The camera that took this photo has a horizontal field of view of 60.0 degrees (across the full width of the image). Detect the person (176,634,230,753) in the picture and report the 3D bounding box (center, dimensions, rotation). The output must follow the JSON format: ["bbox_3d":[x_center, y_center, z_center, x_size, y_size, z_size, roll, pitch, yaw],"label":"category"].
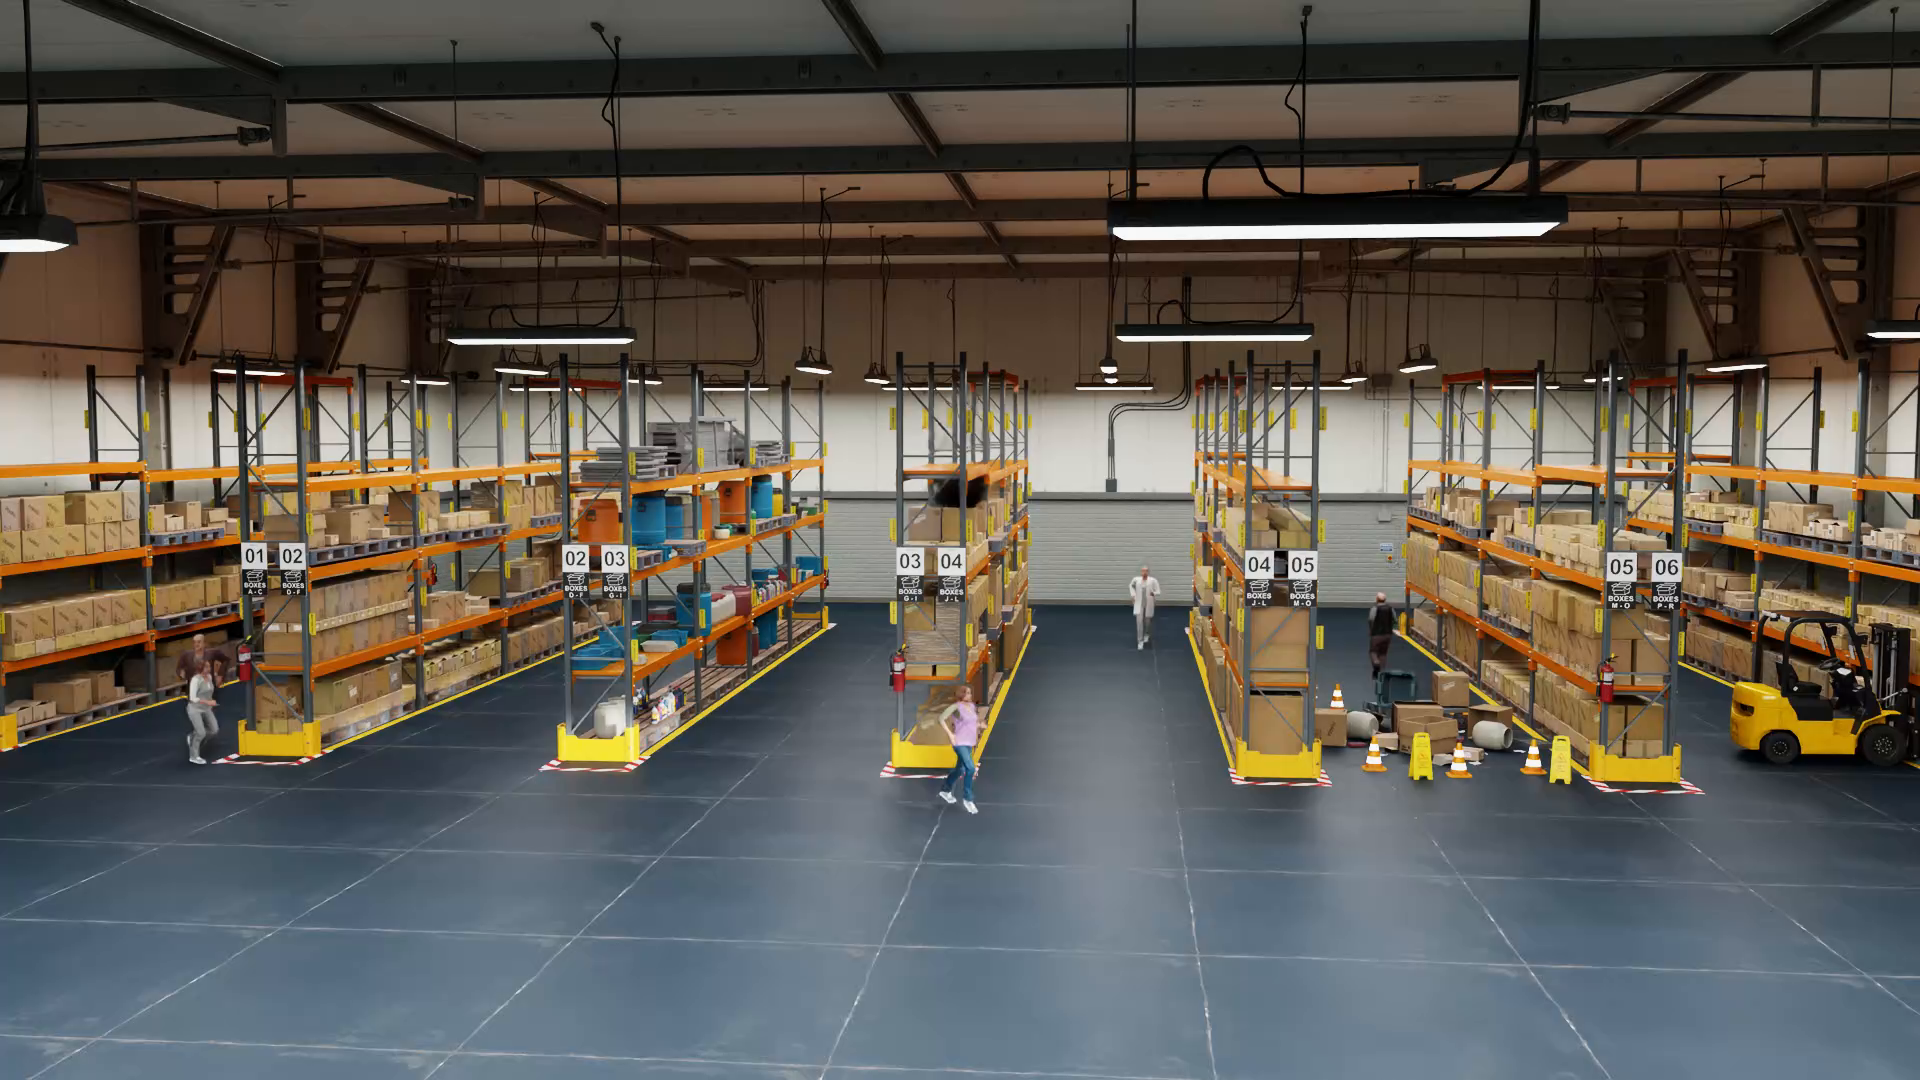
[{"bbox_3d":[-11.605,2.314,25.474,0.722,1.784,1.141,0,4,-6],"label":"person"}]

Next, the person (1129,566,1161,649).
[{"bbox_3d":[4.101,1.482,36.954,0.704,1.788,1.034,1,4,8],"label":"person"}]

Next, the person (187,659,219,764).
[{"bbox_3d":[-11.082,2.556,24.340,0.606,1.453,0.529,1,4,19],"label":"person"}]

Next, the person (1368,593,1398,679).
[{"bbox_3d":[8.173,1.866,32.330,0.648,1.692,0.606,-1,4,-8],"label":"person"}]

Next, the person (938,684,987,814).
[{"bbox_3d":[0.025,2.688,21.462,0.736,1.633,0.522,3,5,35],"label":"person"}]
